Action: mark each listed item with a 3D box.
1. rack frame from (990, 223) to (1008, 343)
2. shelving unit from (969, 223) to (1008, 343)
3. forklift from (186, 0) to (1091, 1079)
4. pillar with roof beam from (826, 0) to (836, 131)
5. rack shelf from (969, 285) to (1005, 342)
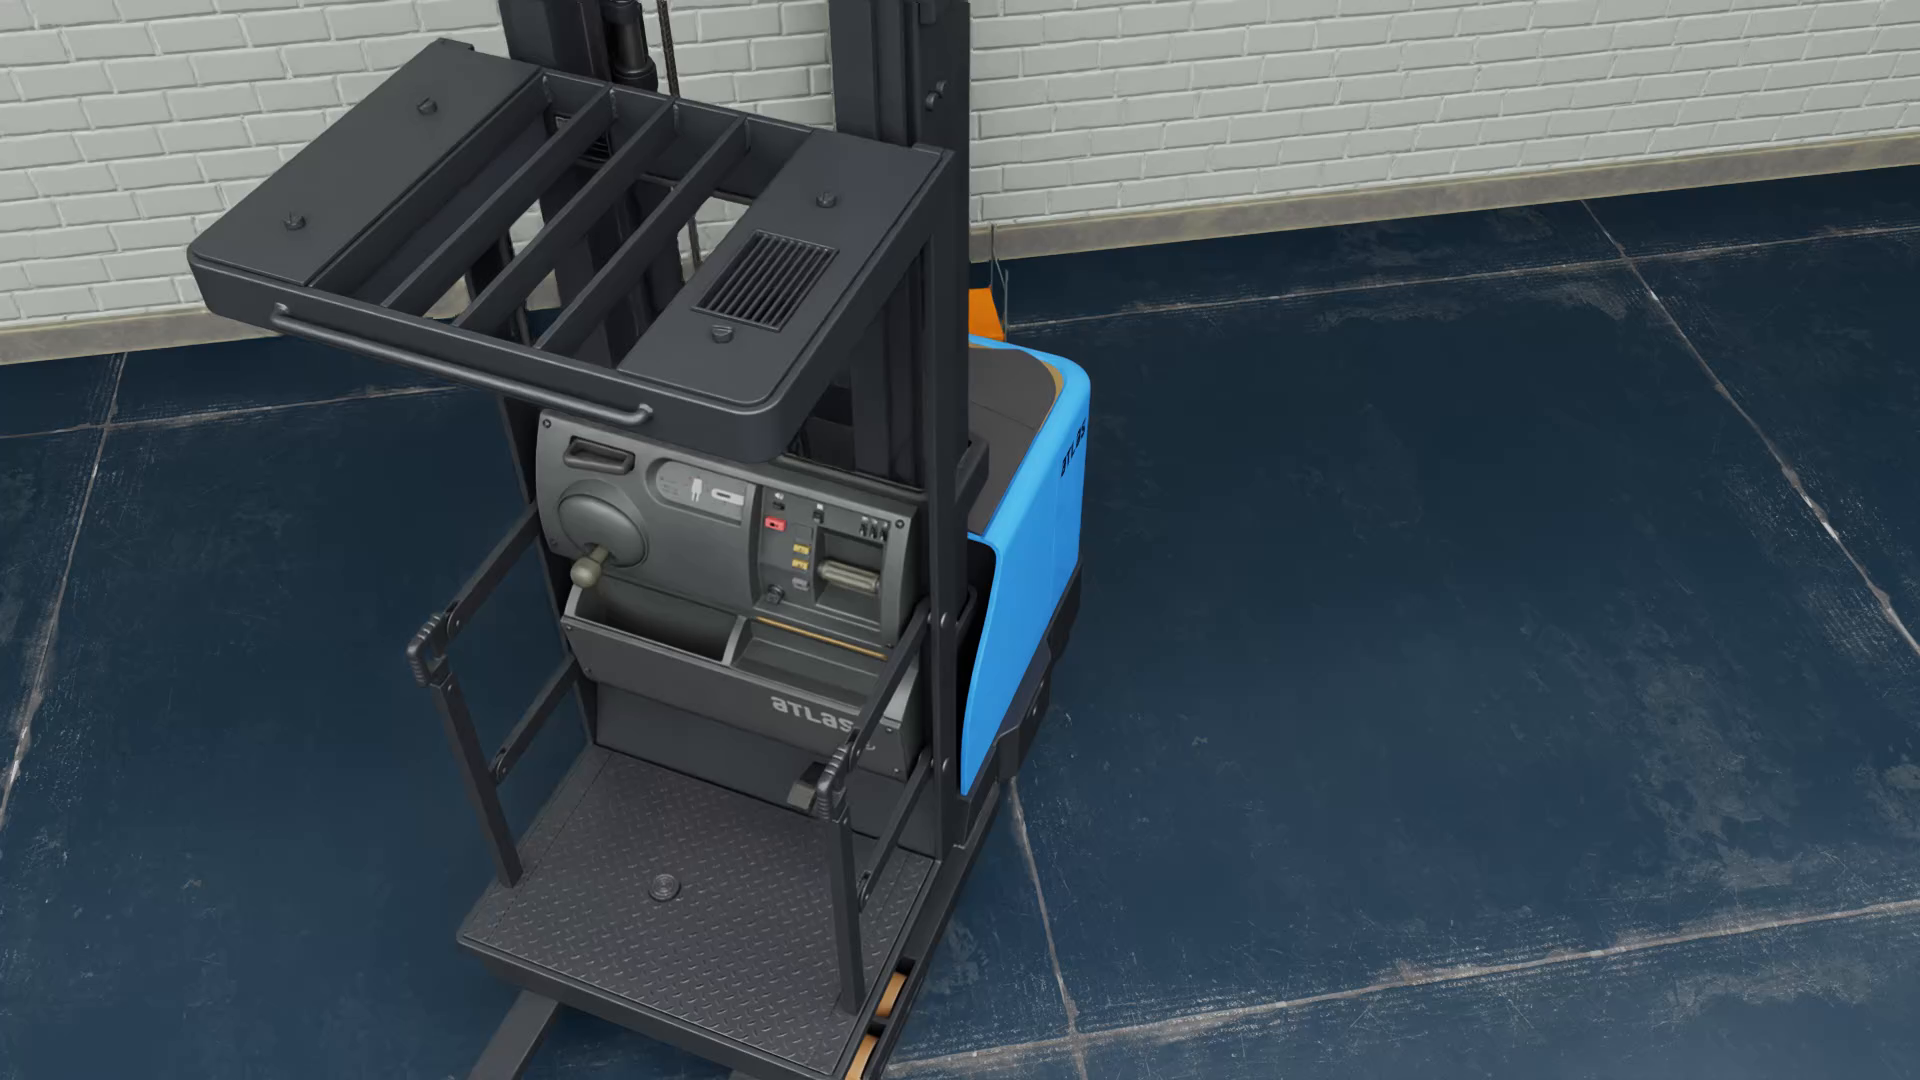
[{"bbox_3d":[0.117,-0.451,5.352,0.006,1.200,0.240,-7,46,-7],"label":"rack frame"},{"bbox_3d":[0.027,-0.440,5.341,0.189,1.200,0.258,-7,46,-7],"label":"shelving unit"},{"bbox_3d":[-0.625,0.081,3.637,1.130,2.935,3.031,16,48,15],"label":"forklift"},{"bbox_3d":[0.477,-1.083,0.545,0.400,9.000,9.100,-7,46,-7],"label":"pillar with roof beam"},{"bbox_3d":[0.027,-0.659,5.114,0.180,0.103,0.258,-7,46,-7],"label":"rack shelf"}]
